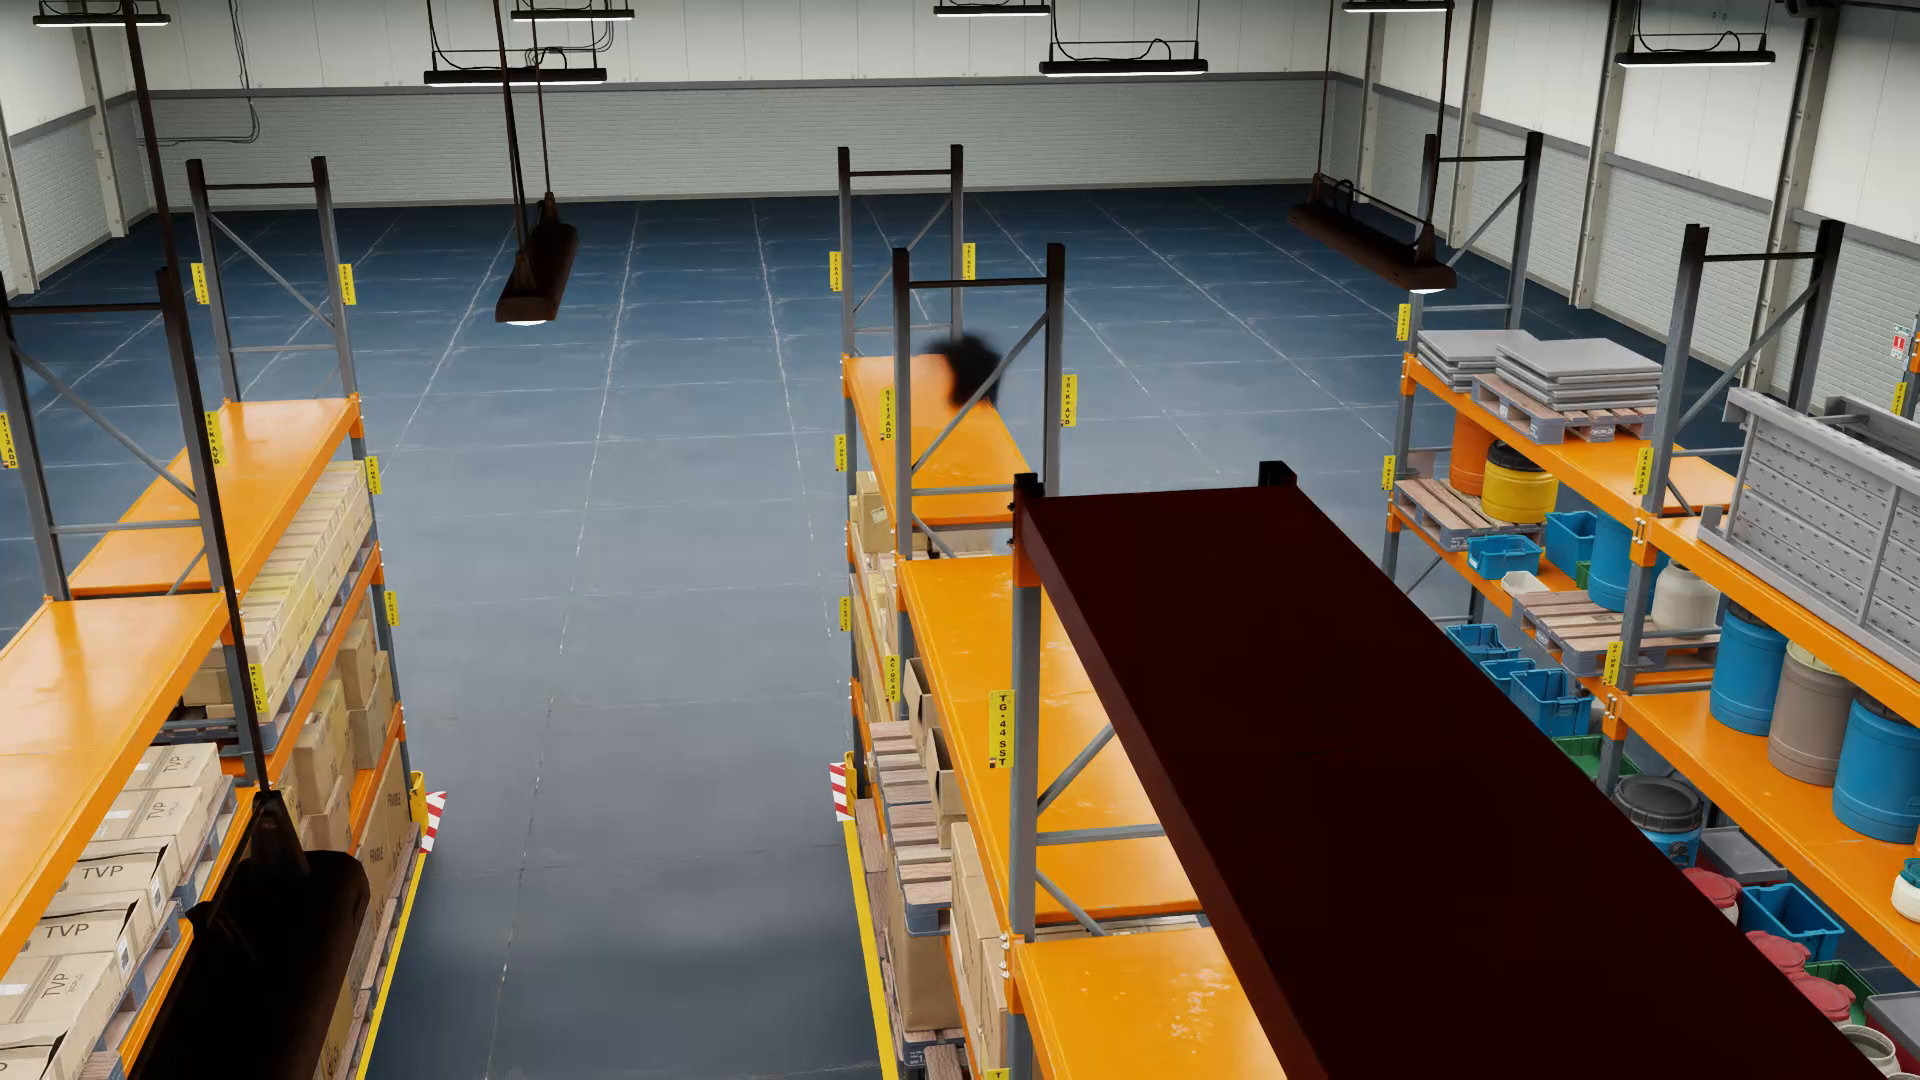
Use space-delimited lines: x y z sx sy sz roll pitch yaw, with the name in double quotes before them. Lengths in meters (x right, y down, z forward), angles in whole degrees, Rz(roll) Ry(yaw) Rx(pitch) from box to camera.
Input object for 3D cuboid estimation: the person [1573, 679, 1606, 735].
"person" 6.006 1.547 15.505 0.602 1.649 0.700 -10 24 -23
